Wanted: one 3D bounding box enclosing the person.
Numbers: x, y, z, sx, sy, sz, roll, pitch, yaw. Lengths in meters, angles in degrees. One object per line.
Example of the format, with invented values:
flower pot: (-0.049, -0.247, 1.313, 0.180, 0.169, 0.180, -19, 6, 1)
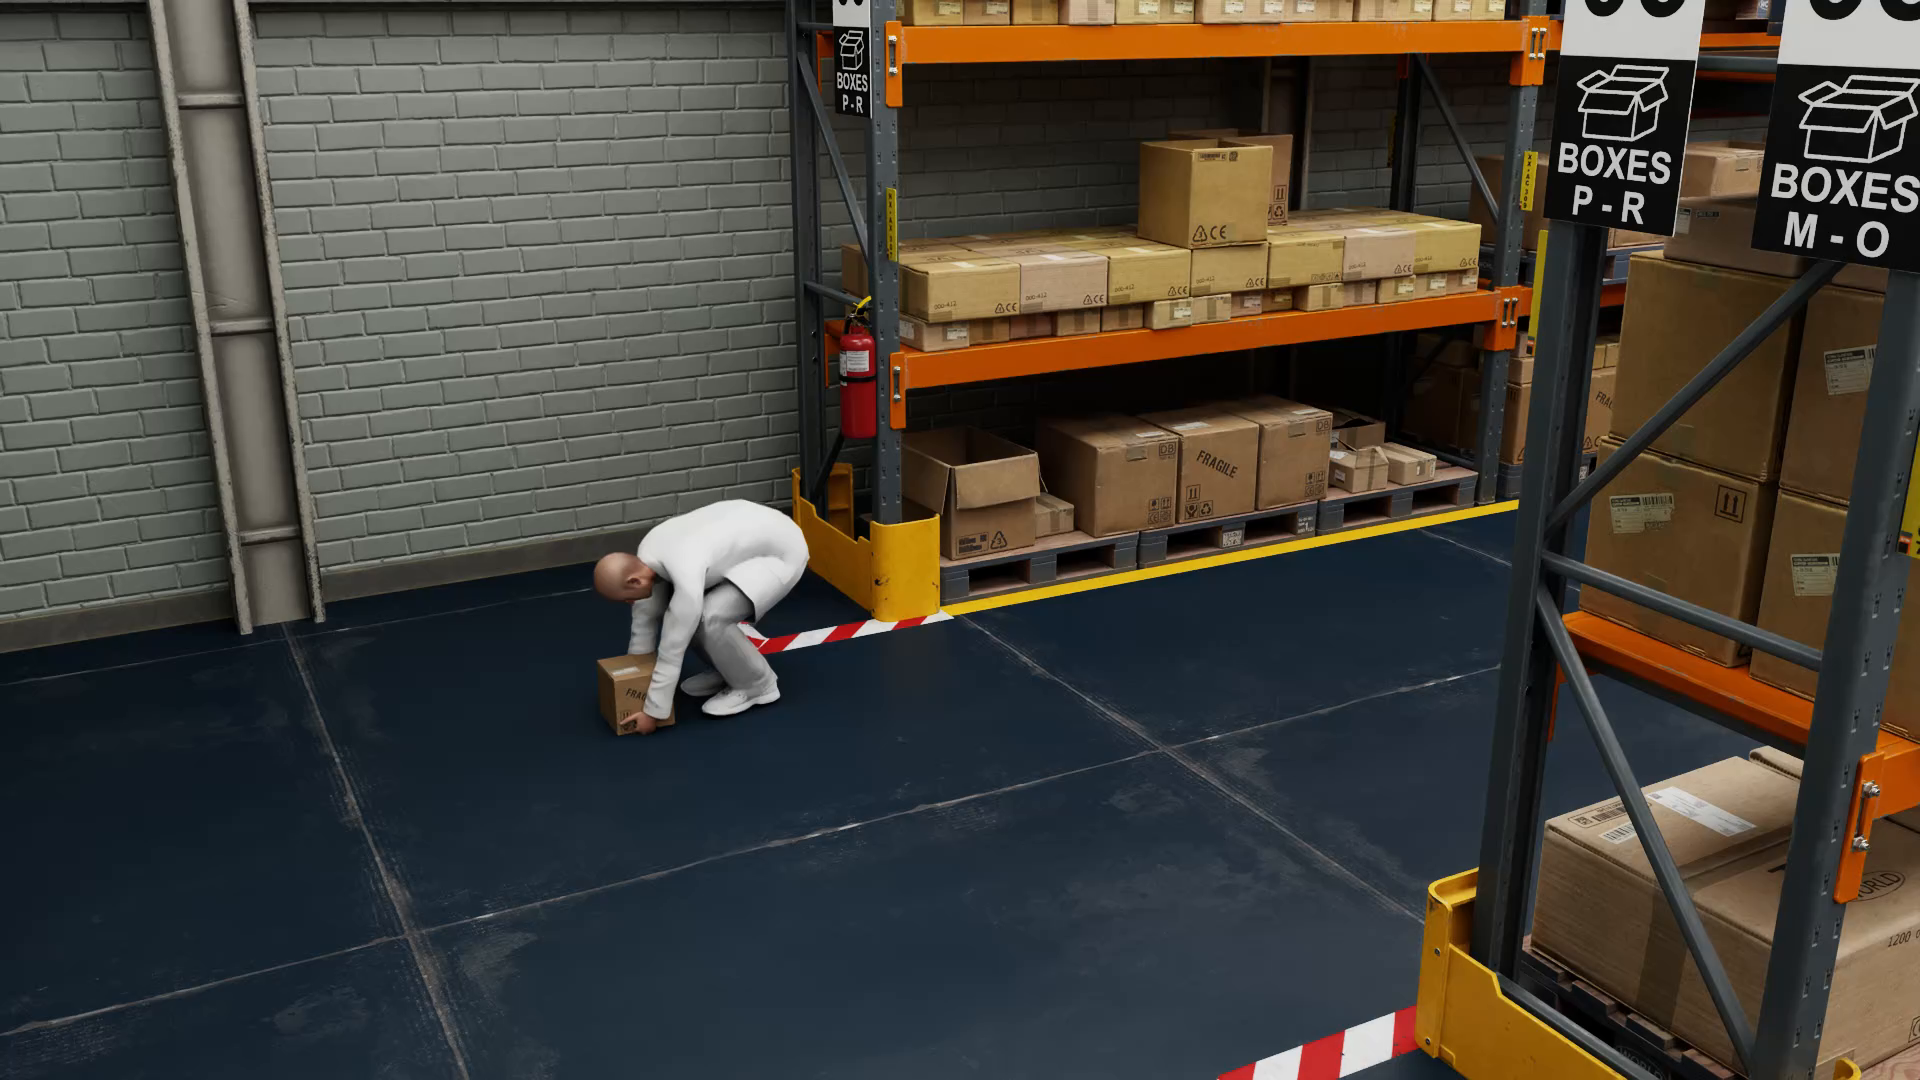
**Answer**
person: (-1.096, 0.304, 7.118, 0.951, 0.900, 0.582, -10, 21, -29)
